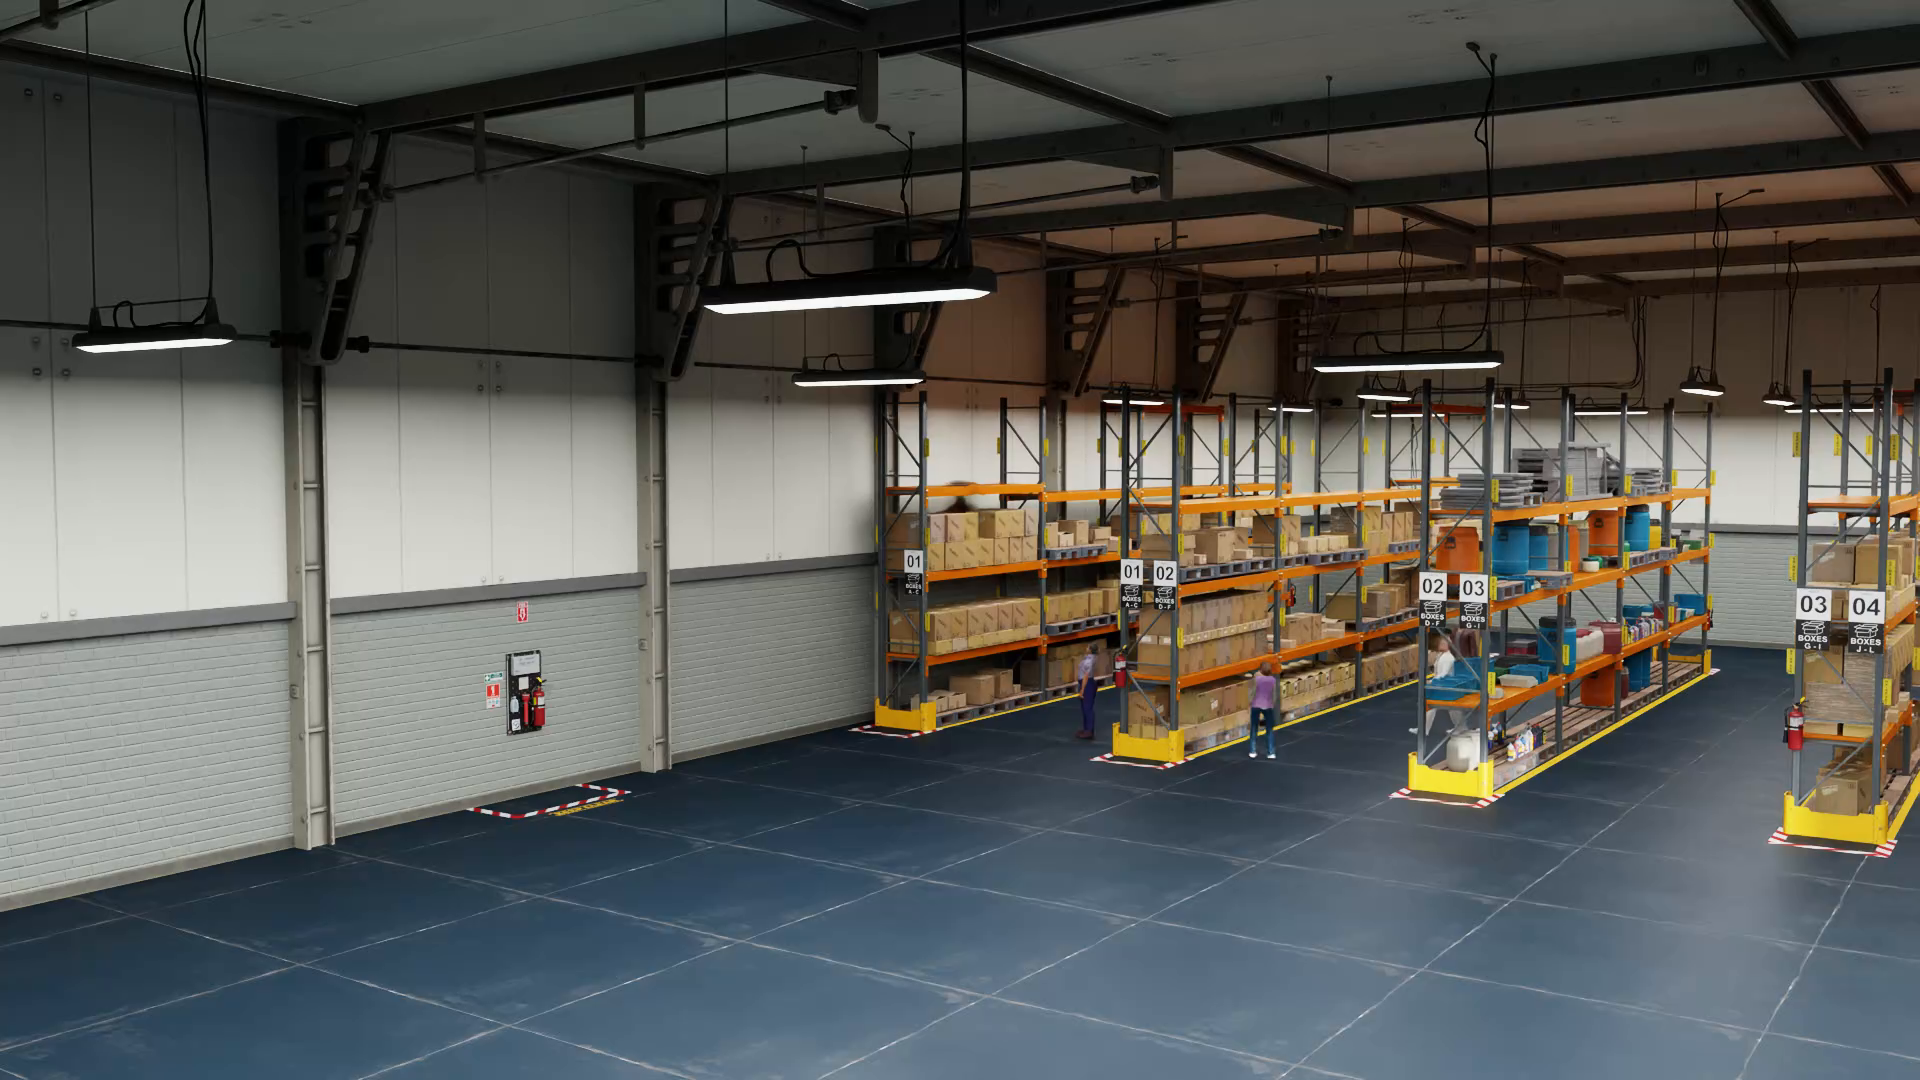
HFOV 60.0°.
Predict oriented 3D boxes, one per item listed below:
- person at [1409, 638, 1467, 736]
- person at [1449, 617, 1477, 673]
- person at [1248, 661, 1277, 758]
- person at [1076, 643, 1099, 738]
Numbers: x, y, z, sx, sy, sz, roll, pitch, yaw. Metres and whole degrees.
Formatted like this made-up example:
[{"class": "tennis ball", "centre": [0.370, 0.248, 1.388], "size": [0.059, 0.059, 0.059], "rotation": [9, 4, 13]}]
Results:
[{"class": "person", "centre": [8.265, 2.527, 28.649], "size": [1.109, 1.710, 0.642], "rotation": [-1, 3, -13]}, {"class": "person", "centre": [9.818, 2.319, 32.570], "size": [0.634, 1.723, 0.991], "rotation": [2, 4, 33]}, {"class": "person", "centre": [4.868, 2.724, 26.773], "size": [0.469, 1.593, 0.447], "rotation": [1, 3, 20]}, {"class": "person", "centre": [2.215, 2.584, 28.843], "size": [0.381, 1.637, 0.530], "rotation": [0, 3, 3]}]
